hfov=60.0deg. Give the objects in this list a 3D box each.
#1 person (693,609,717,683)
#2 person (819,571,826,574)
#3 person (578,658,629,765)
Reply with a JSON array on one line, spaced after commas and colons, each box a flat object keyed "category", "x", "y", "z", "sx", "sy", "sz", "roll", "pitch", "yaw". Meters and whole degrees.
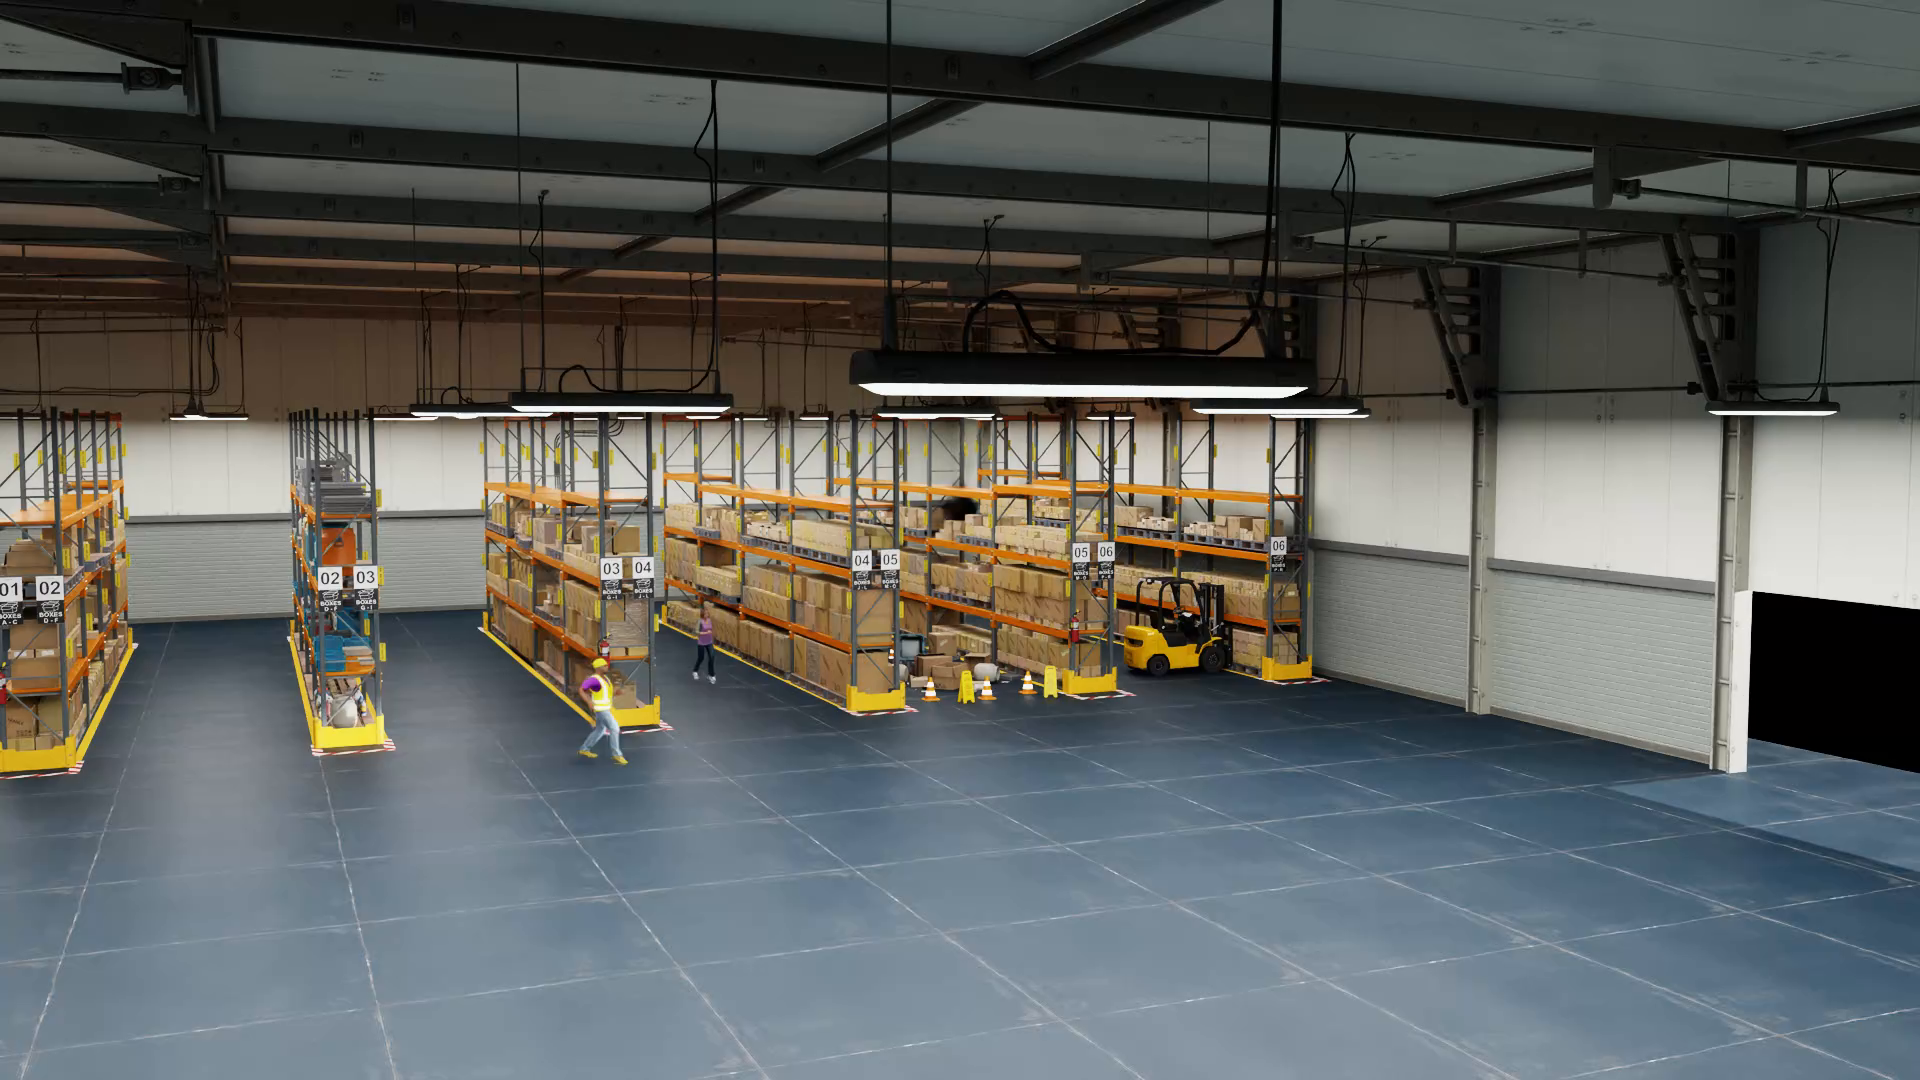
[{"category": "person", "x": -5.667, "y": 2.330, "z": 36.813, "sx": 0.565, "sy": 1.631, "sz": 0.769, "roll": -4, "pitch": 5, "yaw": -42}, {"category": "person", "x": -4.079, "y": 1.311, "z": 51.257, "sx": 0.874, "sy": 1.706, "sz": 0.635, "roll": 0, "pitch": 4, "yaw": 0}, {"category": "person", "x": -6.013, "y": 2.886, "z": 28.015, "sx": 0.893, "sy": 1.794, "sz": 0.707, "roll": 0, "pitch": 4, "yaw": 3}]
